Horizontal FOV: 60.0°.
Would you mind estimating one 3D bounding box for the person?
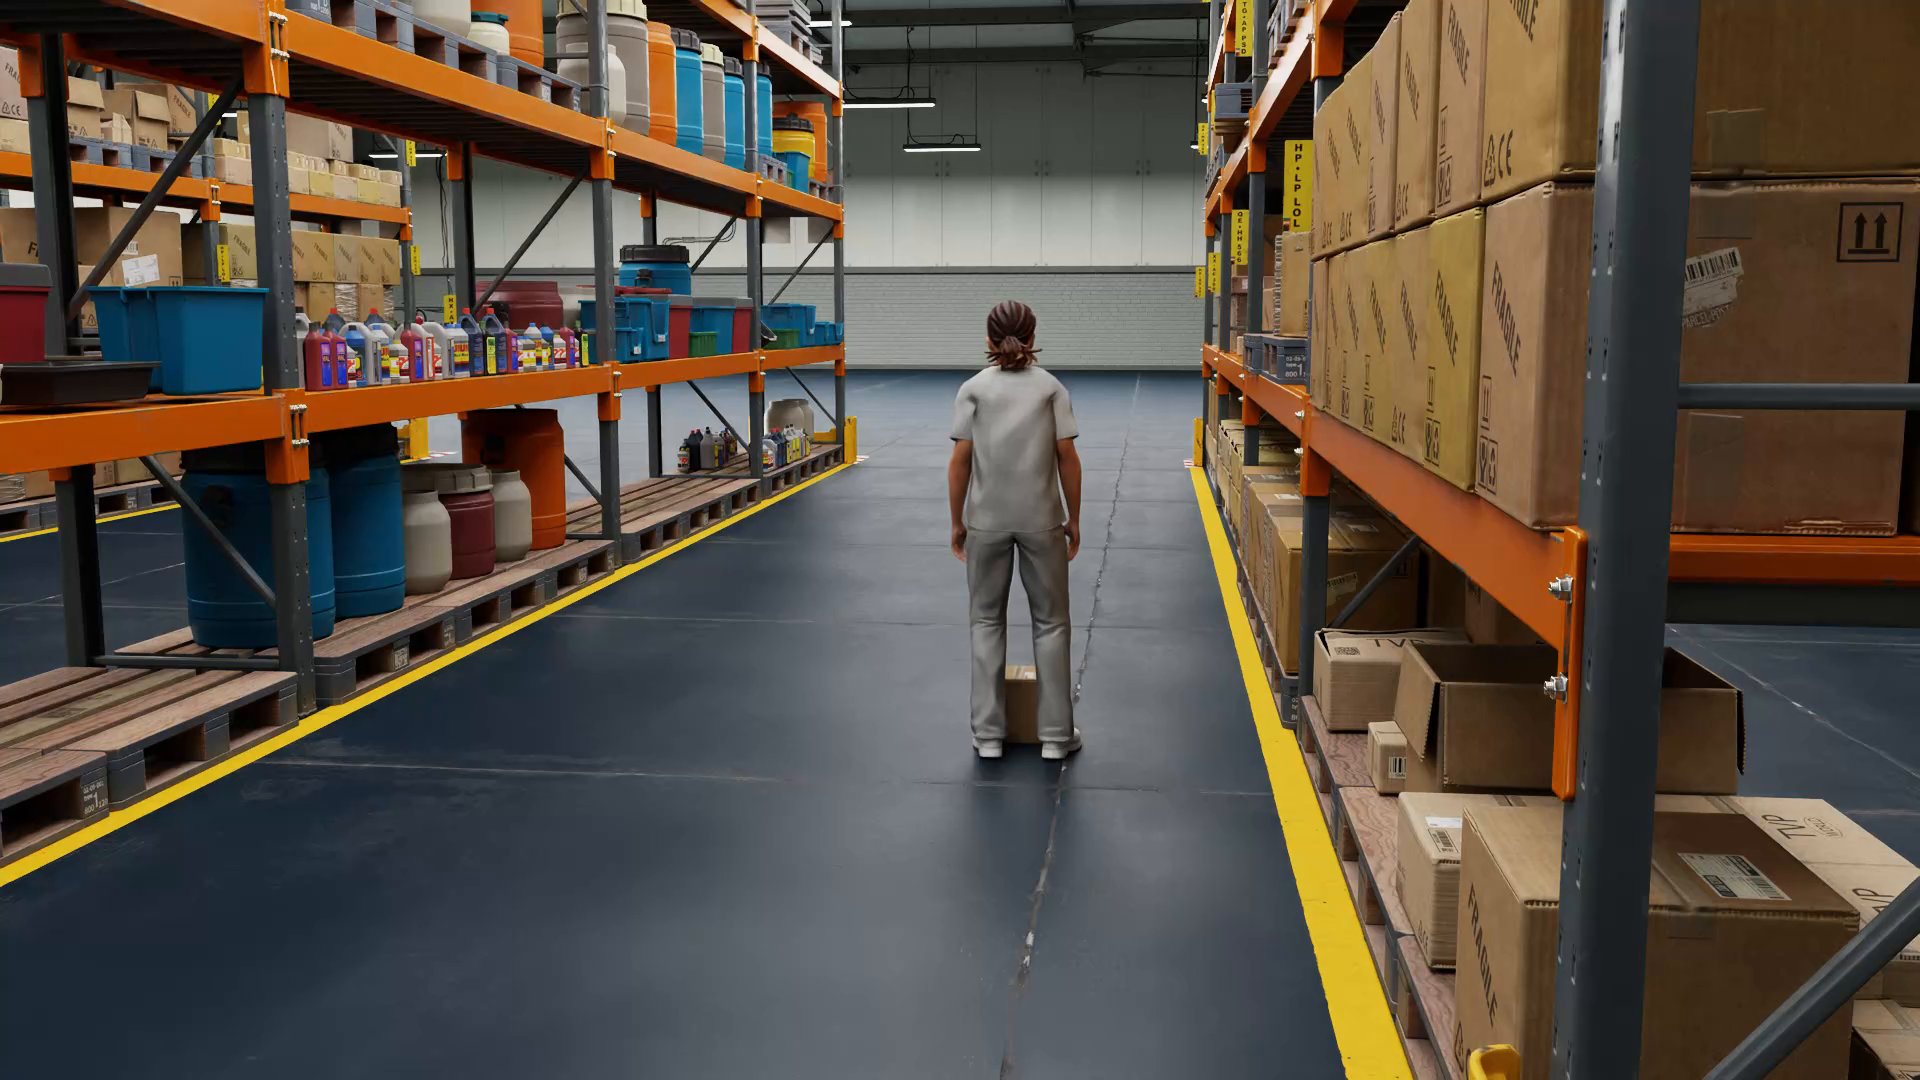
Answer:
[{"bbox_3d":[0.208,-0.039,6.088,0.489,1.673,0.354,1,8,6],"label":"person"}]
